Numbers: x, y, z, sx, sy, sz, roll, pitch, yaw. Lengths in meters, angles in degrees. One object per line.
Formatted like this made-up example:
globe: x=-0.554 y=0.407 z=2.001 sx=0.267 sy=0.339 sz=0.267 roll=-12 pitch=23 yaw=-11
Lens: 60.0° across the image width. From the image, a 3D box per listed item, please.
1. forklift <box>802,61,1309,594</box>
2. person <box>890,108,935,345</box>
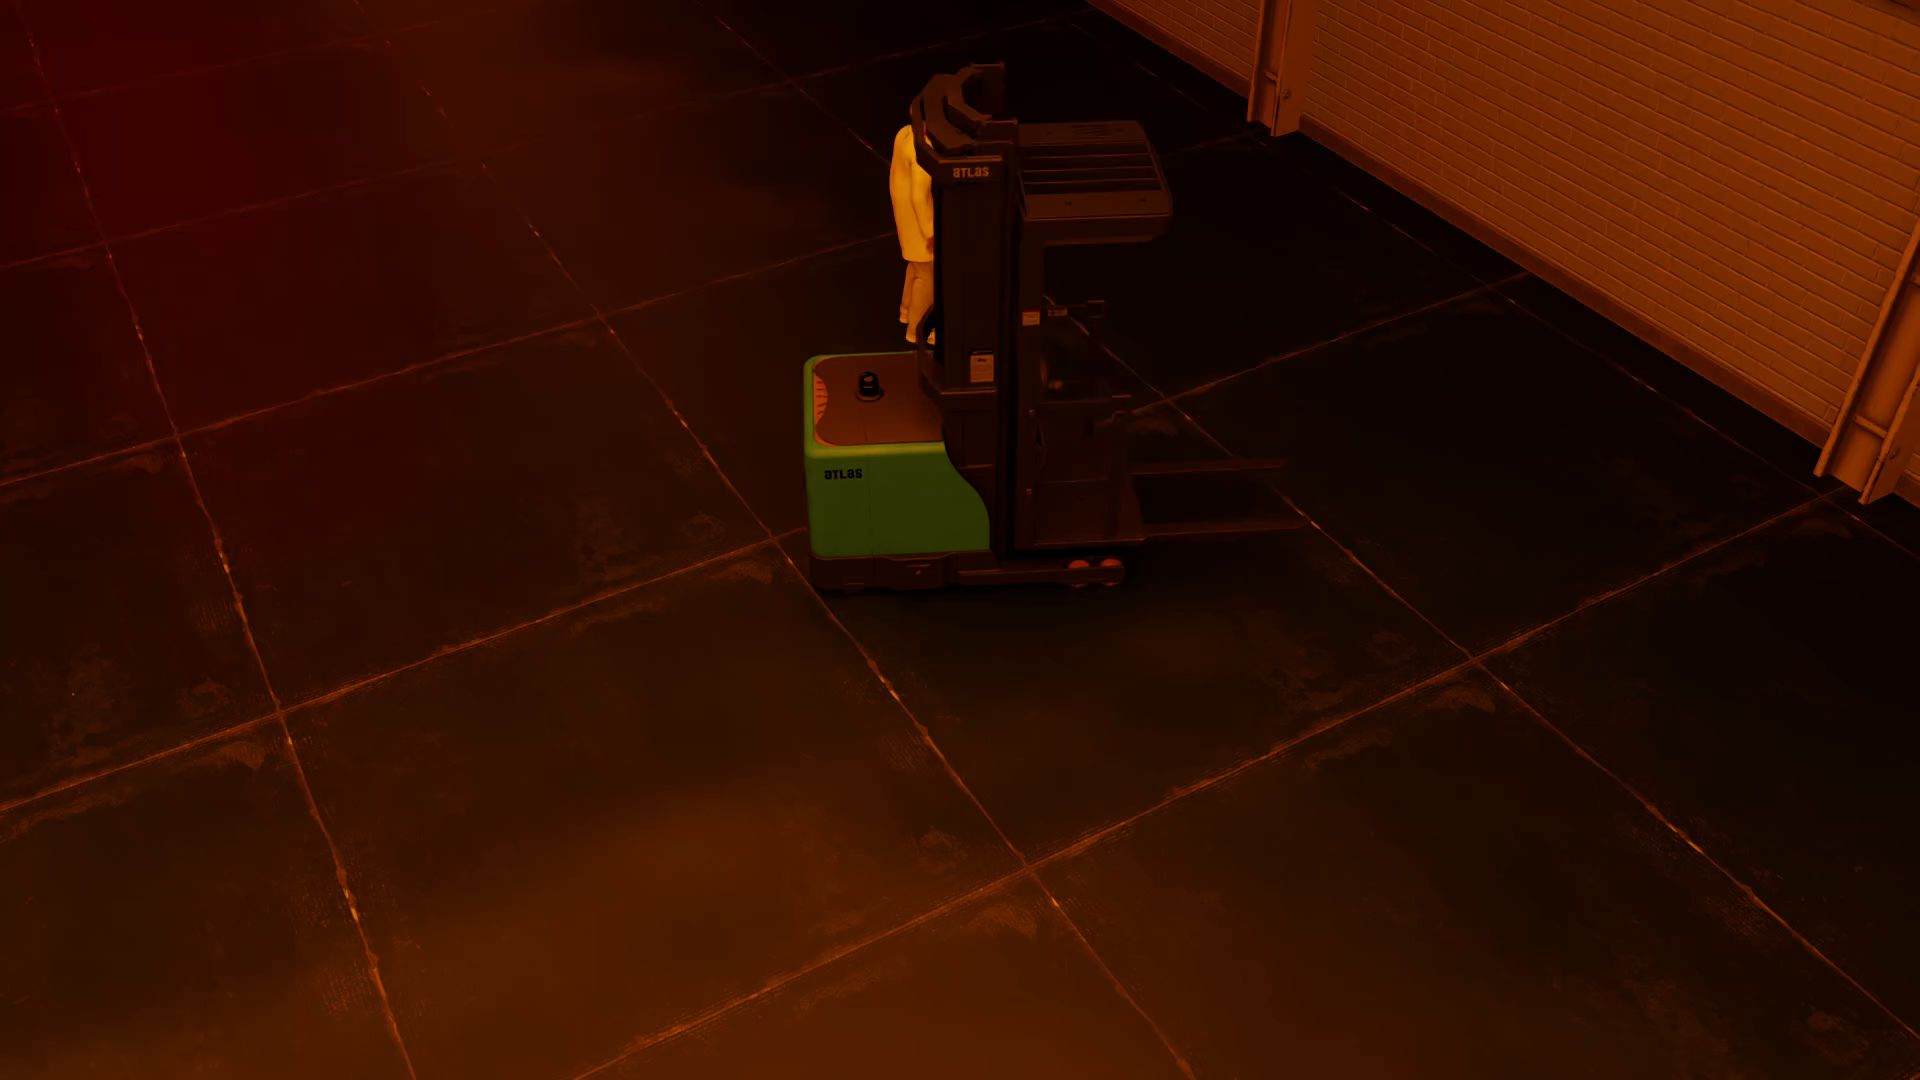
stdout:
forklift: x=0.587 y=-1.180 z=9.459 sx=3.031 sy=2.935 sz=1.130 roll=-3 pitch=40 yaw=-3
person: x=-0.273 y=-2.261 z=11.668 sx=0.421 sy=1.775 sz=0.654 roll=-7 pitch=40 yaw=-8
